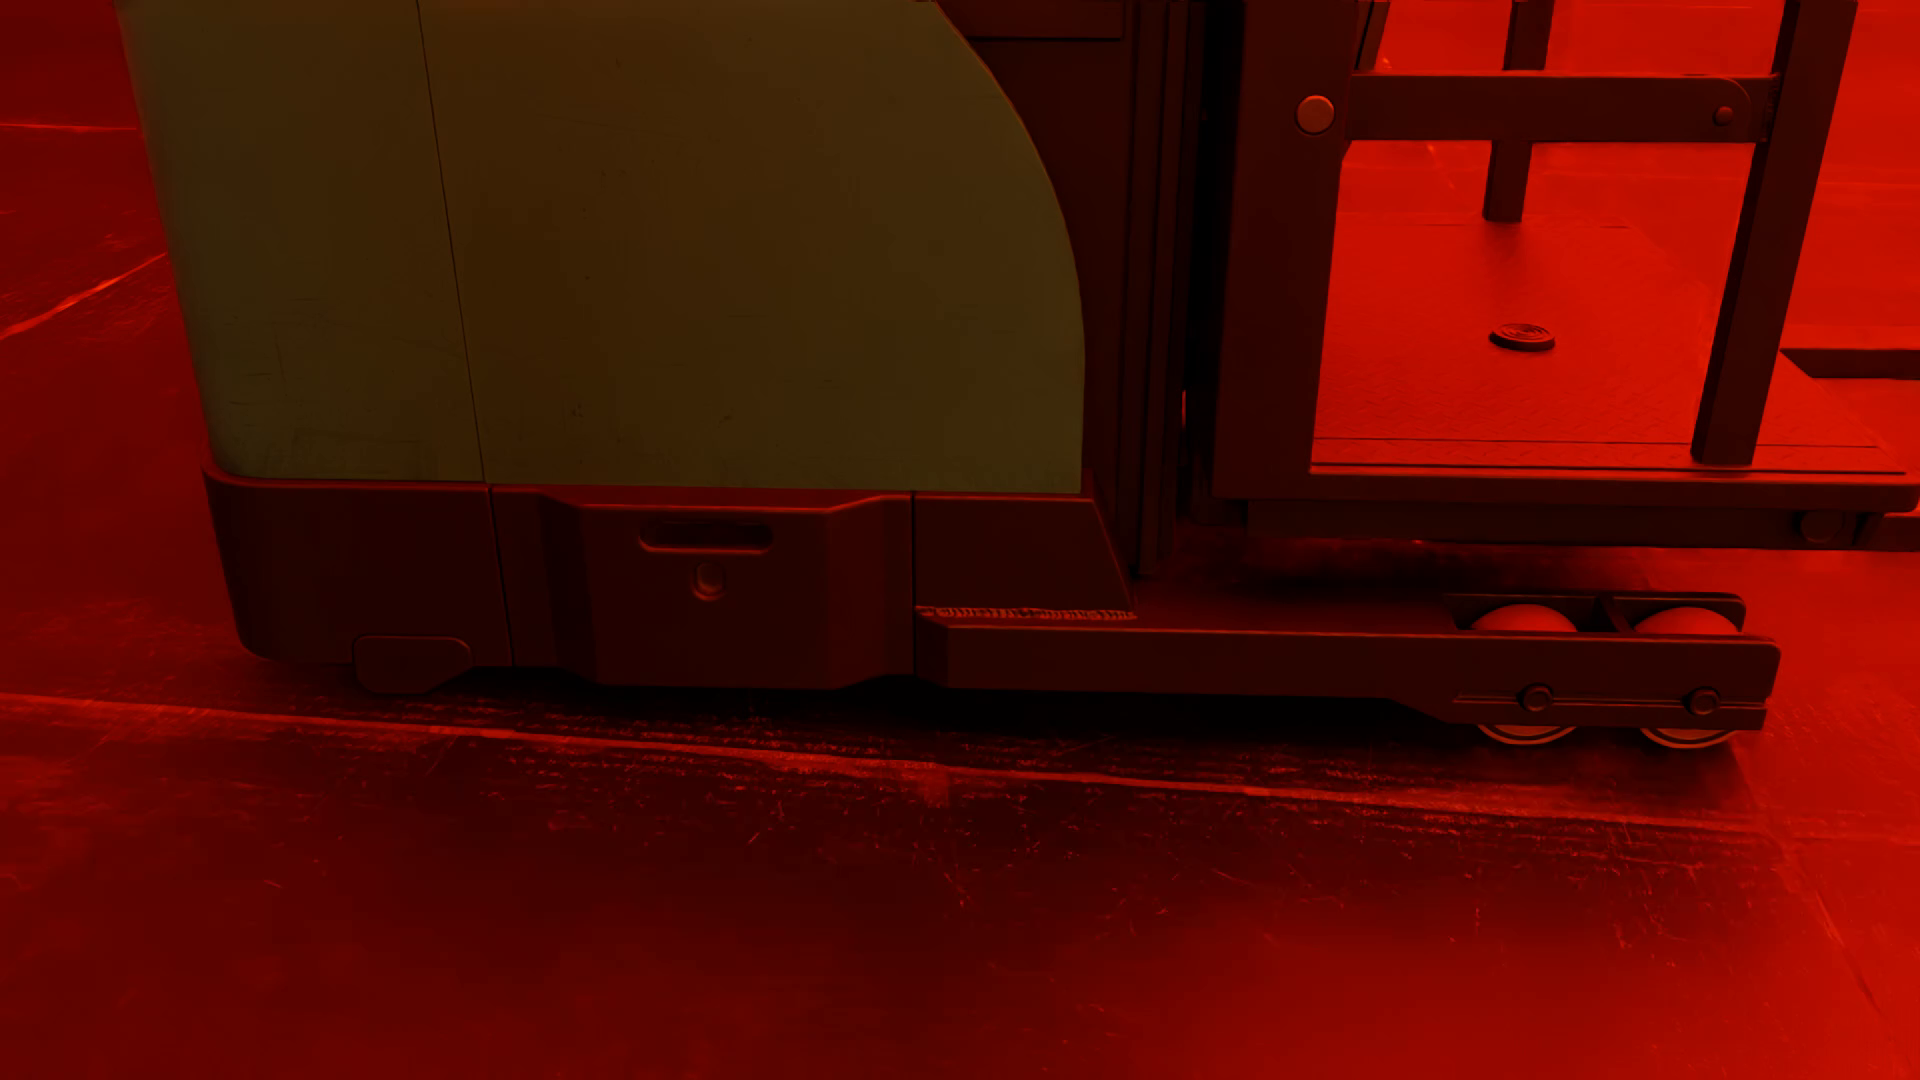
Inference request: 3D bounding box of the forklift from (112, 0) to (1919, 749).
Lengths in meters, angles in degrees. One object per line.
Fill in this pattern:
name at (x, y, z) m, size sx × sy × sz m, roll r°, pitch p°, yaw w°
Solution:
forklift at (0.612, -1.304, 1.831) m, size 3.031 × 2.935 × 1.130 m, roll 1°, pitch 27°, yaw 2°
